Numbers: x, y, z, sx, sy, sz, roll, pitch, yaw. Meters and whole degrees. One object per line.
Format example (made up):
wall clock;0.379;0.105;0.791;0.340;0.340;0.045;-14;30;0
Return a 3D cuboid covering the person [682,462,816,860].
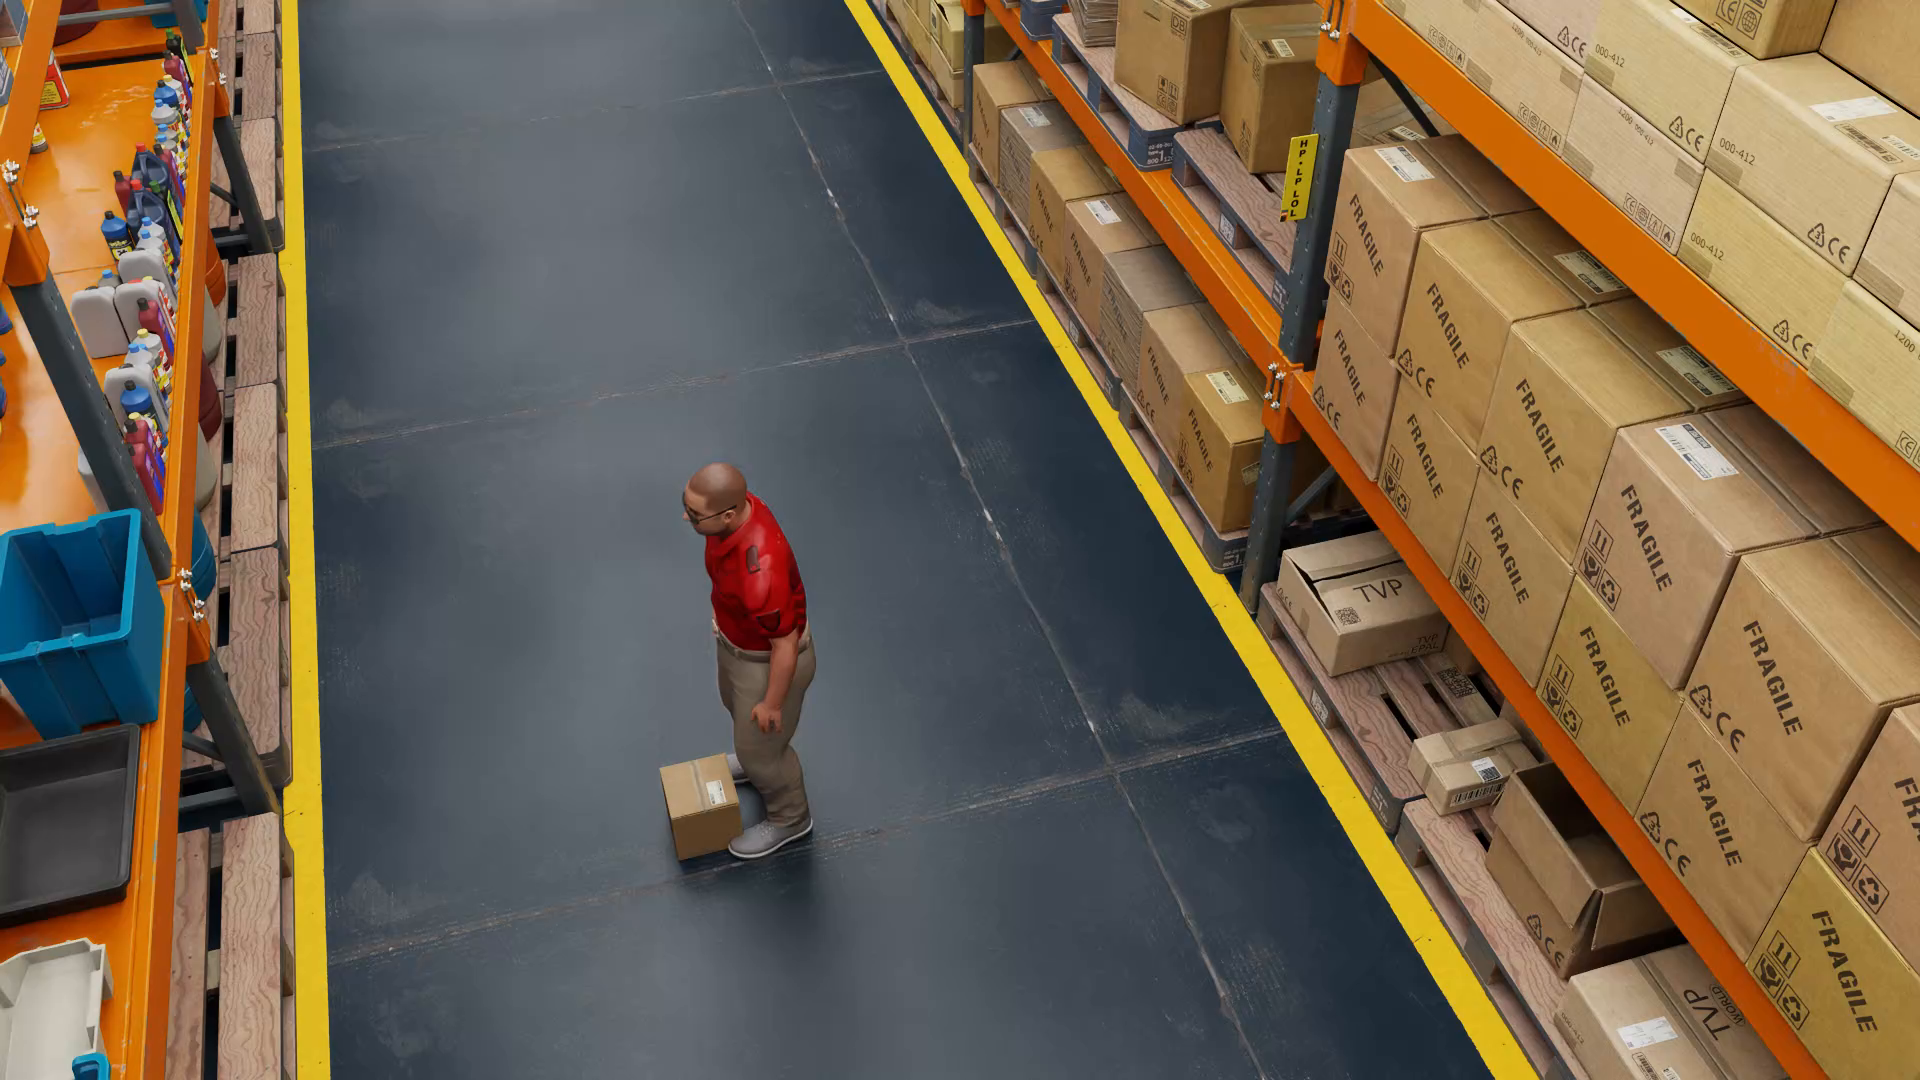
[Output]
person;-0.717;0.390;5.737;0.399;1.727;0.606;-14;44;-15
